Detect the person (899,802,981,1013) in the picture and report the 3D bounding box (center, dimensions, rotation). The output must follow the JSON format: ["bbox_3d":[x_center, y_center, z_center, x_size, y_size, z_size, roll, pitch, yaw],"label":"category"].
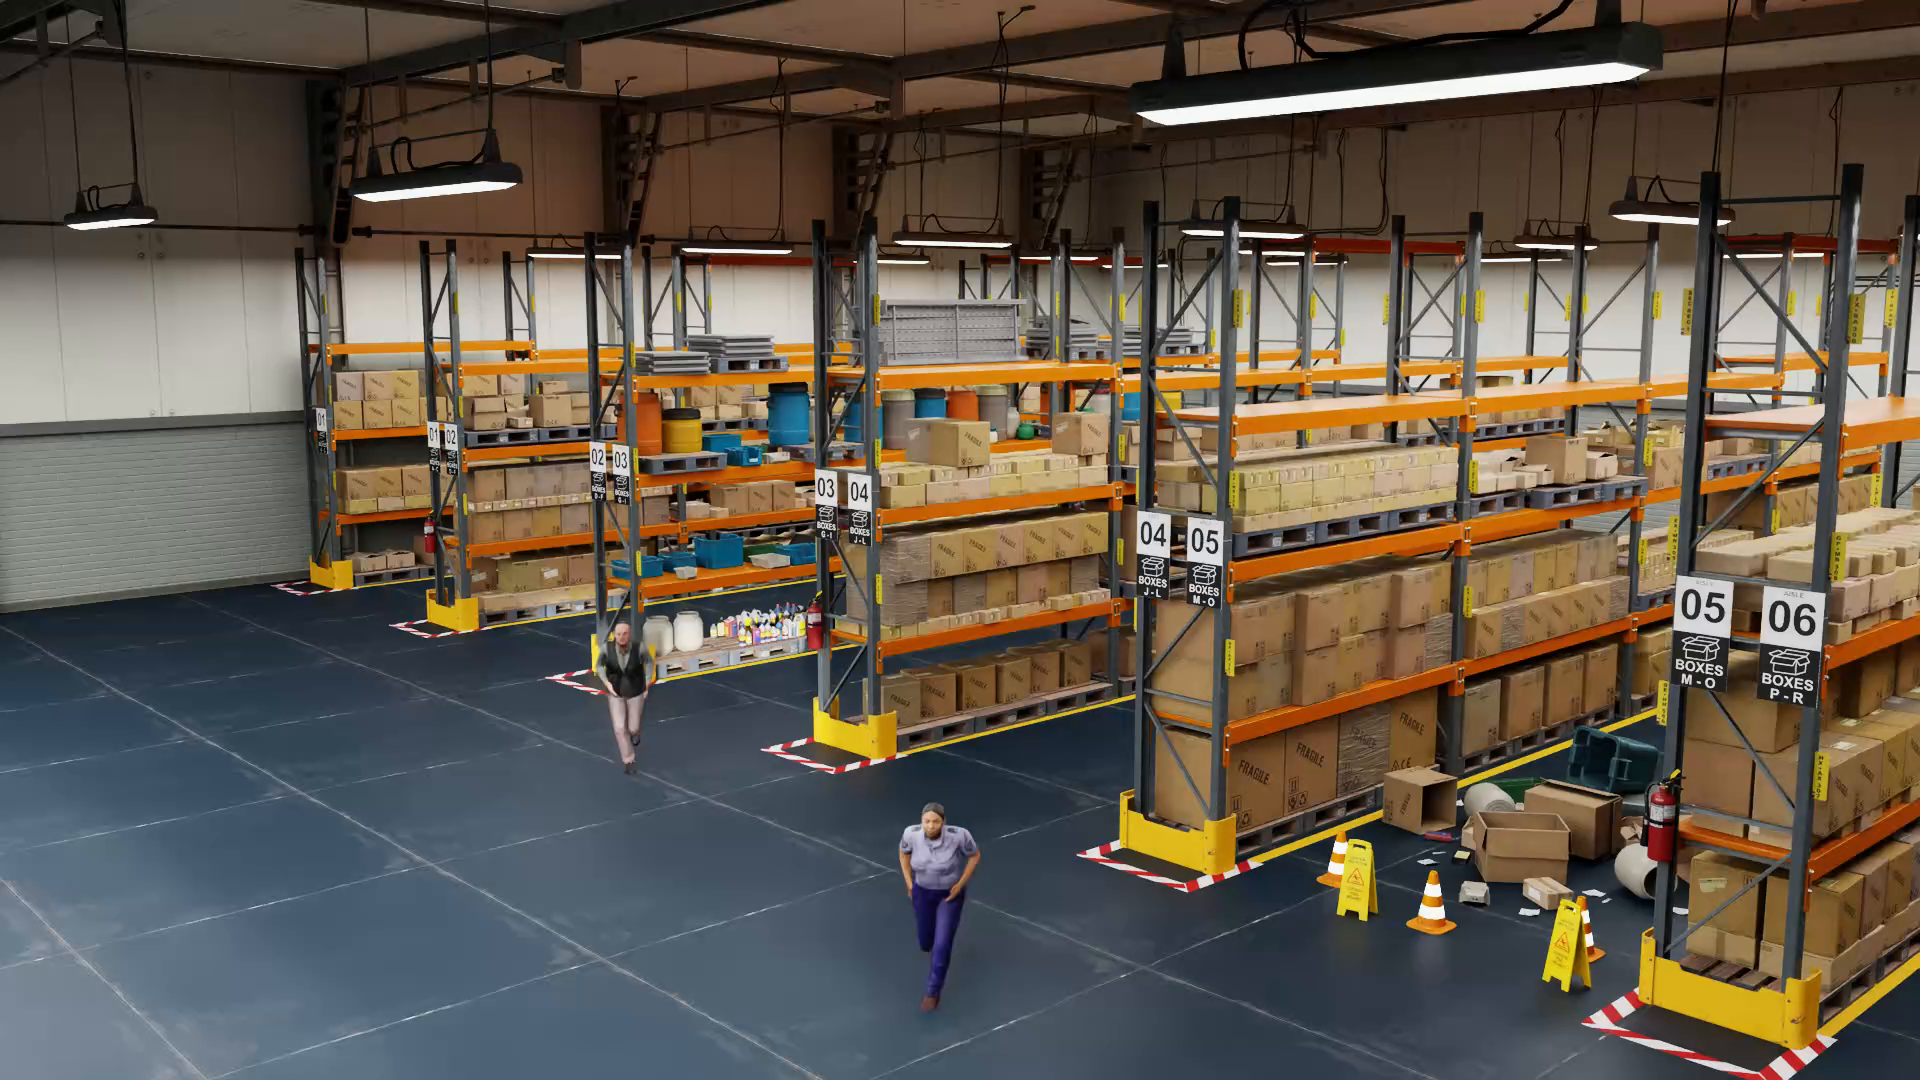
[{"bbox_3d":[-0.144,2.629,12.307,0.606,1.602,0.827,1,8,5],"label":"person"}]

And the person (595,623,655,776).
[{"bbox_3d":[-3.671,1.688,18.306,0.636,1.668,0.809,-1,8,-4],"label":"person"}]
